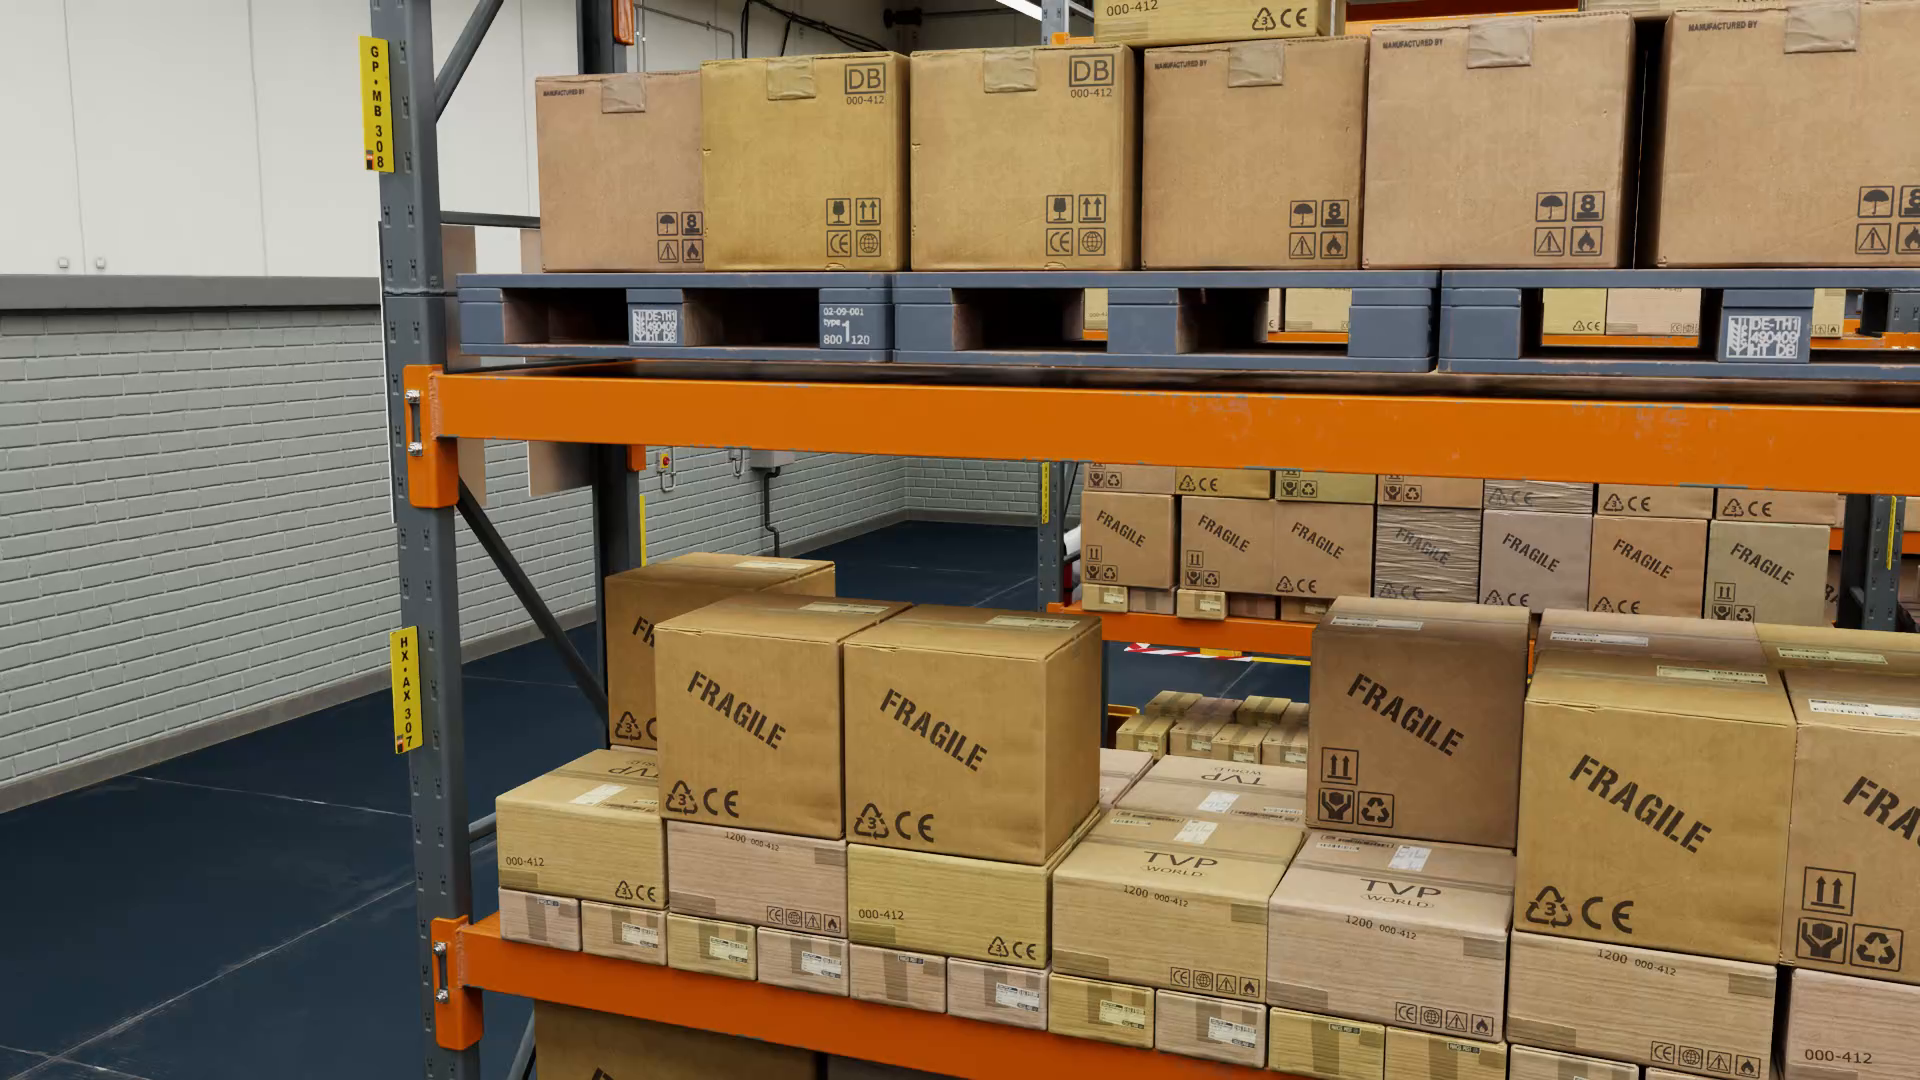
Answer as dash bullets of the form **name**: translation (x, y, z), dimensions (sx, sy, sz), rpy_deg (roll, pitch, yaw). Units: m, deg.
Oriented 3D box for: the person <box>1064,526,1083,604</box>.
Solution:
- **person**: translation (1.234, 0.226, 15.434), dimensions (0.893, 0.975, 0.580), rpy_deg (3, 9, 21)
